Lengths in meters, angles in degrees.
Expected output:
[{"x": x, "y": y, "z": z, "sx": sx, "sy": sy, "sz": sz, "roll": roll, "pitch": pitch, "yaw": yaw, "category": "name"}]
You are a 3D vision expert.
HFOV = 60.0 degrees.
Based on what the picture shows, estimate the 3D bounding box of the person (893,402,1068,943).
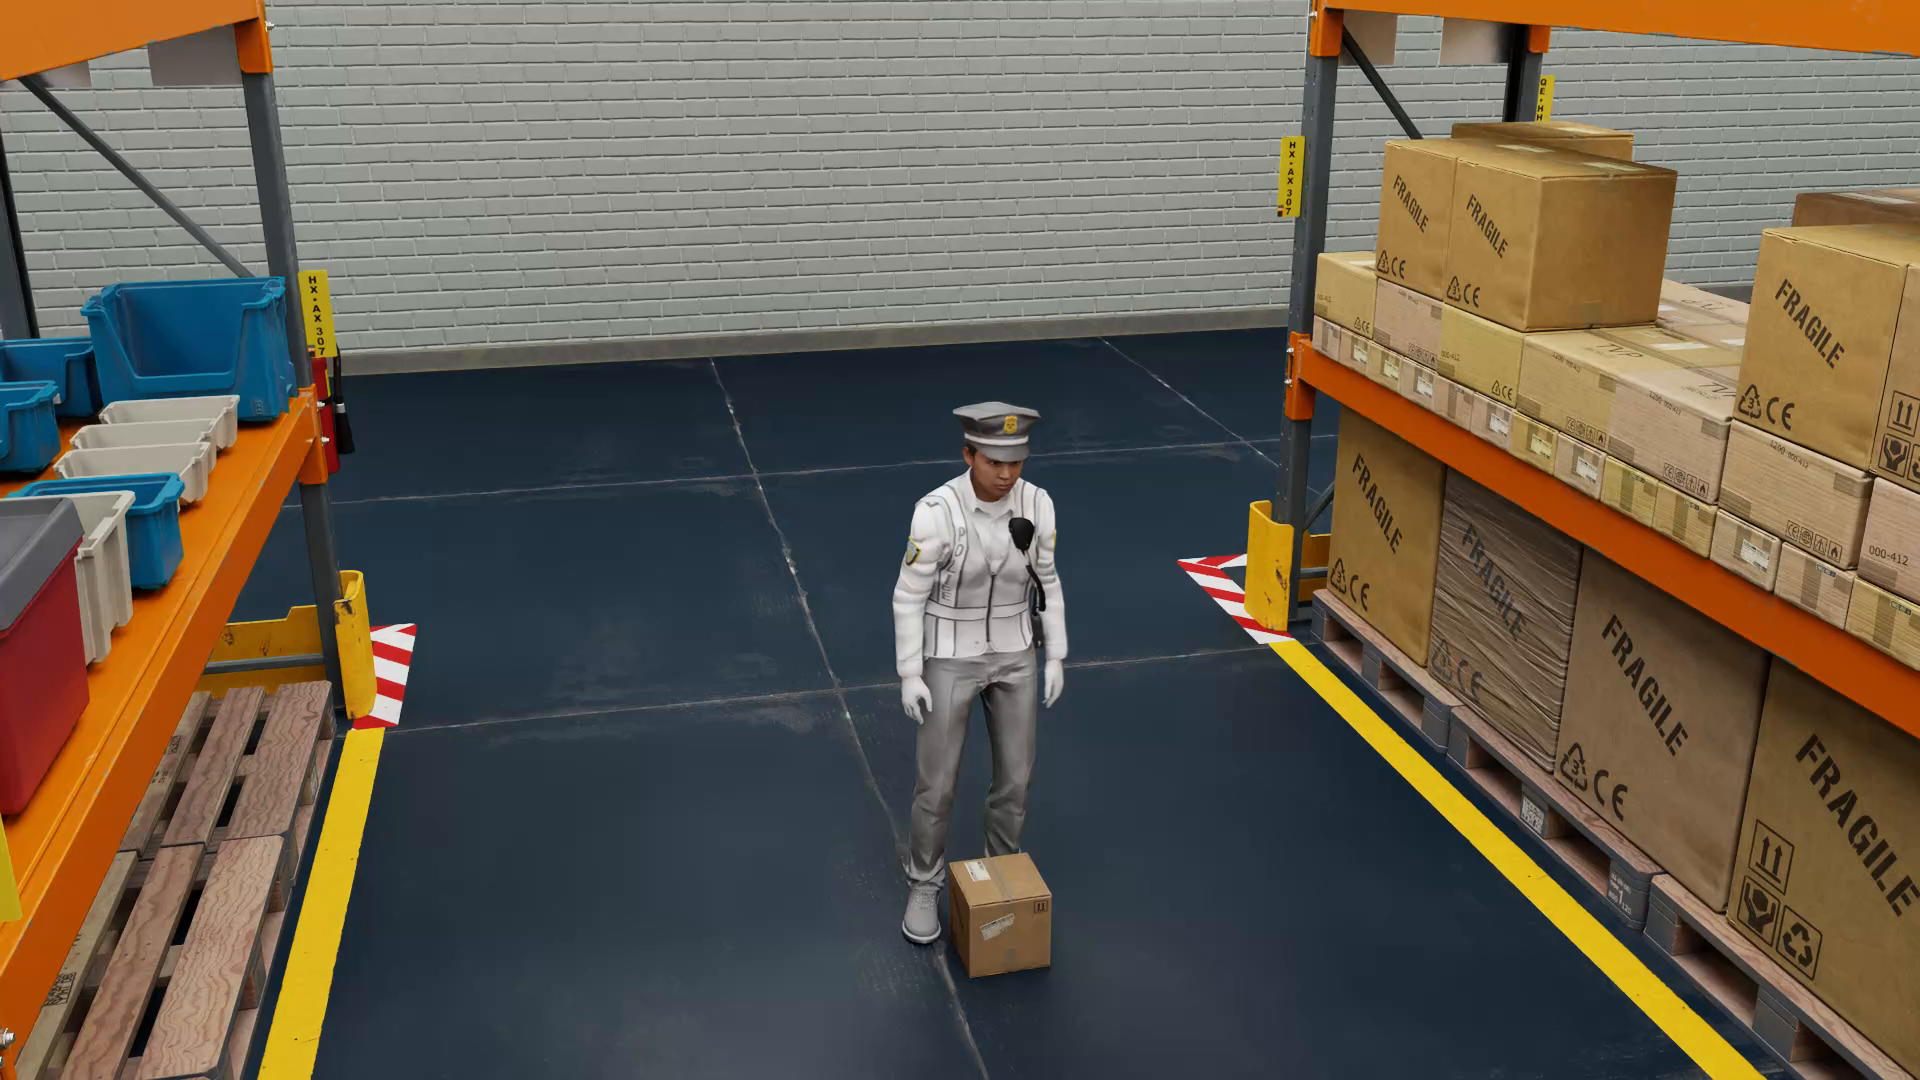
[{"x": 0.064, "y": 0.383, "z": 4.995, "sx": 0.547, "sy": 1.666, "sz": 0.371, "roll": -6, "pitch": 21, "yaw": -15, "category": "person"}]
